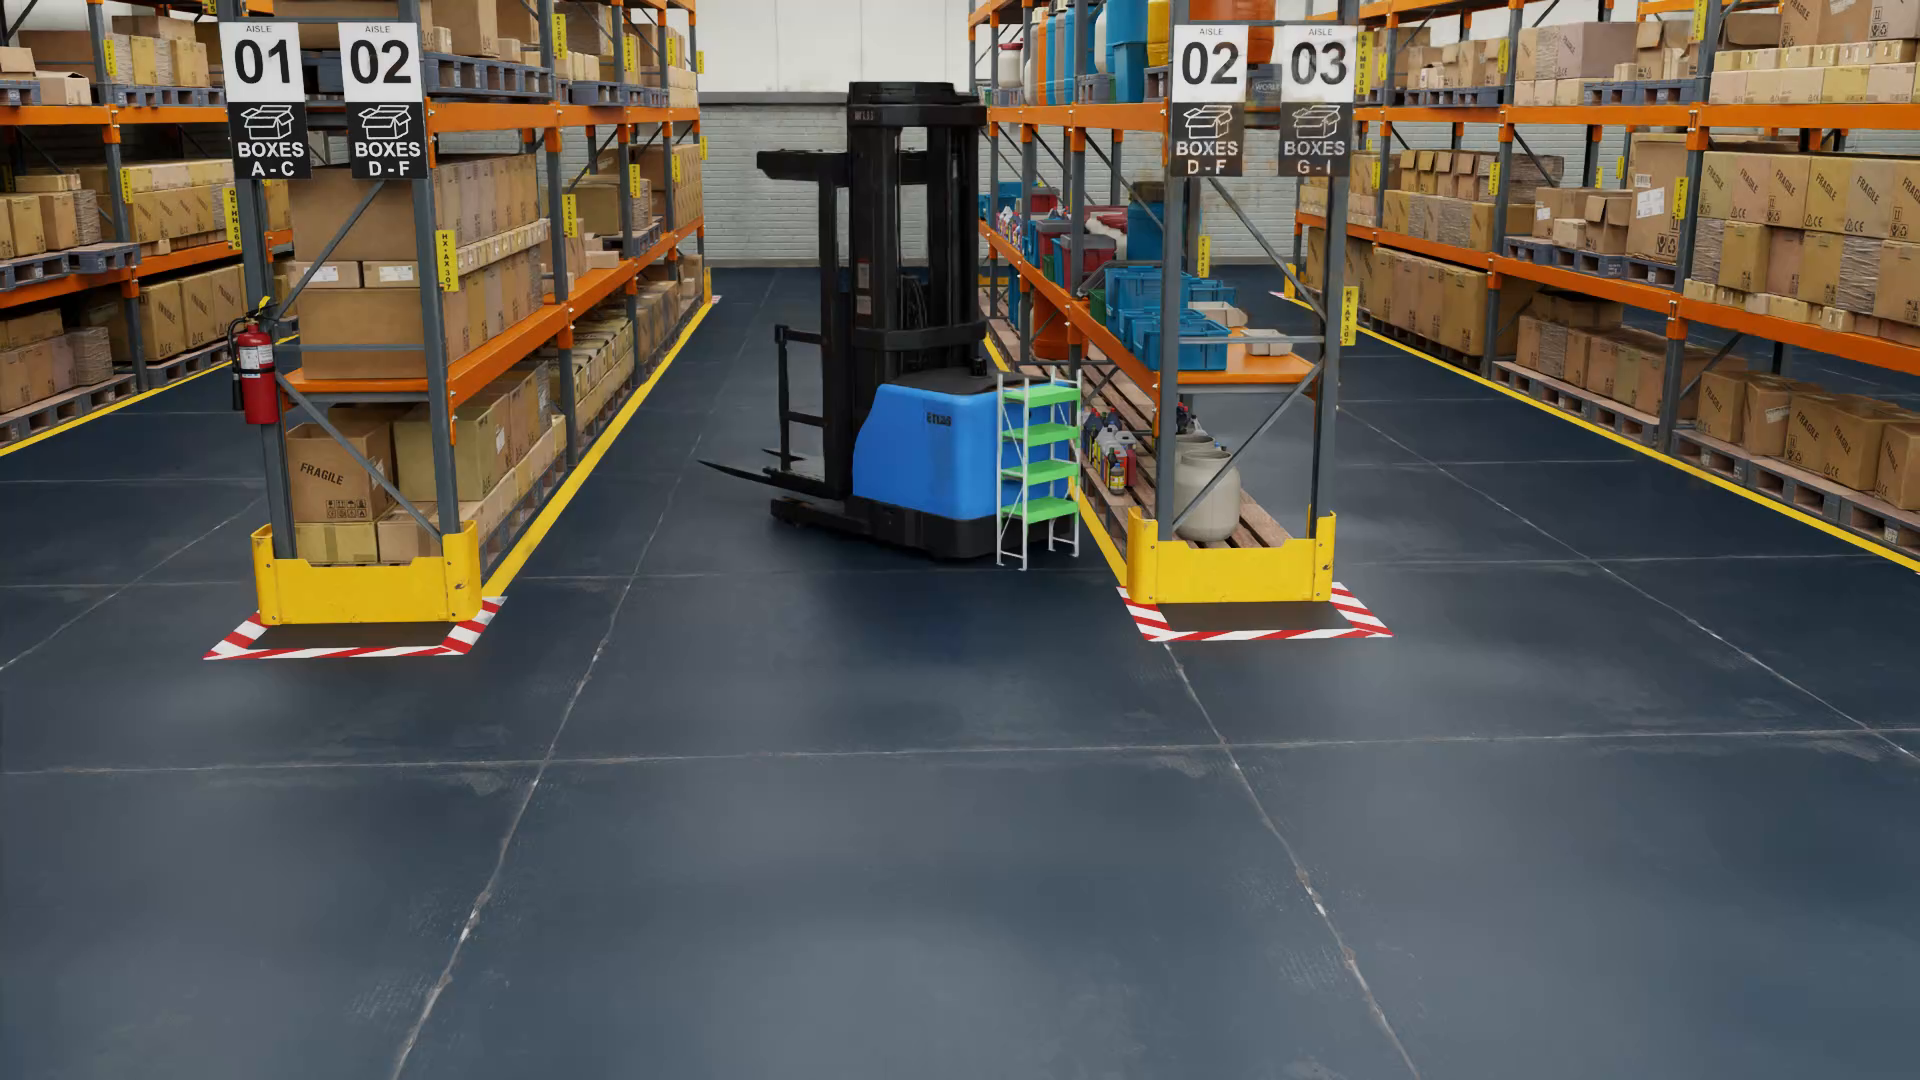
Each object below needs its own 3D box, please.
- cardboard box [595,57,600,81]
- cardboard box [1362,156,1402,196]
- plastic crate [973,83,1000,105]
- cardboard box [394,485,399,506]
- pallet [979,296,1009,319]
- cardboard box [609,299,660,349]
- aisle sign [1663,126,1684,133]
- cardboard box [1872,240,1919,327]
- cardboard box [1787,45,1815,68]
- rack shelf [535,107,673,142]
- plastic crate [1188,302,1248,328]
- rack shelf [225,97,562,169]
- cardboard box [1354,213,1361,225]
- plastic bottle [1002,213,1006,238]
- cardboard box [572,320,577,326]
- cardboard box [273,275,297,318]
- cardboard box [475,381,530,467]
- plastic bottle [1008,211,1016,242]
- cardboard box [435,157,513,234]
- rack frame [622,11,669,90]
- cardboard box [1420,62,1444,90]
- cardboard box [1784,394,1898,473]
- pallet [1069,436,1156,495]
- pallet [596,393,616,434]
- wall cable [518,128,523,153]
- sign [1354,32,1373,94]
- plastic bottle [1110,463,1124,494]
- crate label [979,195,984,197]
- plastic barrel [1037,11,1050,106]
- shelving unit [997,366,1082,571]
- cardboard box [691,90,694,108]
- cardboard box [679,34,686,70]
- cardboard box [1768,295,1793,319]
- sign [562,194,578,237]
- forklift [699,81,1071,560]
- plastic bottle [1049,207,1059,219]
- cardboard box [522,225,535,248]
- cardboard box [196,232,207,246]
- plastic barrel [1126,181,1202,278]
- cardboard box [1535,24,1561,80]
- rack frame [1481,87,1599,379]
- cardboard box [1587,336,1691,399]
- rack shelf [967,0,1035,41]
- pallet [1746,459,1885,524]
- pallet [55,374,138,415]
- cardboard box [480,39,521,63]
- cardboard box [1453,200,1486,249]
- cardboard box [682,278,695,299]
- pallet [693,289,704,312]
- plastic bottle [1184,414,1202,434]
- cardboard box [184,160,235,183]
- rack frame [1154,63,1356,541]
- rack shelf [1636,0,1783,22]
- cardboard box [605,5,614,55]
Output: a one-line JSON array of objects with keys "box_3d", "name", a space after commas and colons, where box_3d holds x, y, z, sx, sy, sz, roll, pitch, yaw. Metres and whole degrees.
[{"box_3d": [-3.728, -4.500, 15.936, 0.500, 0.250, 0.500, -2, 15, -8], "name": "cardboard box"}, {"box_3d": [5.532, -4.721, 21.552, 0.500, 0.500, 0.500, 0, 14, -2], "name": "cardboard box"}, {"box_3d": [0.456, -6.133, 22.946, 0.504, 0.338, 0.767, -1, 14, -3], "name": "plastic crate"}, {"box_3d": [-3.688, -0.164, 10.320, 0.500, 0.250, 0.500, -1, 14, -3], "name": "cardboard box"}, {"box_3d": [0.721, -3.235, 23.177, 1.003, 0.211, 1.213, -1, 14, -3], "name": "pallet"}, {"box_3d": [-3.619, -2.404, 18.483, 0.500, 0.500, 0.500, -1, 14, -4], "name": "cardboard box"}, {"box_3d": [10.831, -6.504, 25.067, 0.394, 0.787, 0.004, -1, 14, -3], "name": "aisle sign"}, {"box_3d": [6.413, -1.644, 10.597, 0.875, 0.500, 0.500, -1, 14, -3], "name": "cardboard box"}, {"box_3d": [6.103, -3.413, 11.752, 0.380, 0.149, 0.250, -1, 14, -4], "name": "cardboard box"}, {"box_3d": [-3.936, -4.631, 18.428, 1.077, 0.370, 4.000, -1, 14, -3], "name": "rack shelf"}, {"box_3d": [1.733, -1.582, 11.685, 0.530, 0.136, 0.437, -1, 14, -3], "name": "plastic crate"}, {"box_3d": [-3.441, -2.641, 10.695, 1.077, 0.370, 4.000, -1, 14, -3], "name": "rack shelf"}, {"box_3d": [5.450, -4.253, 22.039, 0.380, 0.149, 0.250, -1, 14, -4], "name": "cardboard box"}, {"box_3d": [0.536, -3.724, 19.715, 0.061, 0.283, 0.133, -1, 14, -3], "name": "plastic bottle"}, {"box_3d": [-4.073, -2.037, 16.475, 0.500, 0.311, 0.500, 0, 14, -2], "name": "cardboard box"}, {"box_3d": [-8.948, -3.127, 21.333, 0.700, 0.500, 0.500, -1, 14, -3], "name": "cardboard box"}, {"box_3d": [-3.218, -0.784, 11.225, 0.500, 0.500, 0.500, -1, 14, -3], "name": "cardboard box"}, {"box_3d": [0.622, -3.578, 19.013, 0.144, 0.351, 0.185, -1, 14, -3], "name": "plastic bottle"}, {"box_3d": [-3.468, -2.350, 11.337, 0.700, 0.500, 0.500, -1, 14, -3], "name": "cardboard box"}, {"box_3d": [-4.060, -6.929, 19.898, 1.000, 3.000, 0.127, -1, 14, -3], "name": "rack frame"}, {"box_3d": [5.805, -5.514, 19.755, 0.500, 0.311, 0.500, -1, 14, -5], "name": "cardboard box"}, {"box_3d": [6.468, -0.783, 12.225, 0.500, 0.500, 0.500, -2, 15, -8], "name": "cardboard box"}, {"box_3d": [1.380, -0.592, 12.902, 1.003, 0.211, 1.213, -1, 14, -3], "name": "pallet"}, {"box_3d": [-3.728, -1.170, 15.152, 1.003, 0.211, 1.213, -1, 14, -3], "name": "pallet"}, {"box_3d": [-9.246, -7.755, 29.339, 3.097, 2.526, 0.112, -1, 14, -3], "name": "wall cable"}, {"box_3d": [2.177, -2.579, 8.994, 0.100, 0.325, 0.005, -1, 14, -3], "name": "sign"}, {"box_3d": [1.076, -0.423, 11.382, 0.097, 0.201, 0.097, 0, 14, 0], "name": "plastic bottle"}, {"box_3d": [0.323, -4.976, 24.560, 0.416, 0.233, 0.303, -1, 14, -3], "name": "crate label"}, {"box_3d": [1.007, -4.395, 15.206, 0.600, 0.830, 0.708, -1, 14, -3], "name": "plastic barrel"}, {"box_3d": [0.496, -0.453, 10.378, 0.503, 1.200, 0.258, -14, 20, -43], "name": "shelving unit"}, {"box_3d": [-3.993, -6.150, 23.192, 0.500, 0.250, 0.500, -1, 14, -3], "name": "cardboard box"}, {"box_3d": [-4.260, -6.876, 23.505, 0.700, 0.500, 0.500, -1, 14, -3], "name": "cardboard box"}, {"box_3d": [6.138, -1.696, 12.102, 0.380, 0.149, 0.250, -1, 14, -3], "name": "cardboard box"}, {"box_3d": [-3.011, -2.501, 12.830, 0.100, 0.325, 0.005, -1, 14, -3], "name": "sign"}, {"box_3d": [-0.660, -1.588, 11.314, 1.130, 2.935, 3.031, -14, 20, -43], "name": "forklift"}, {"box_3d": [1.135, -3.804, 19.889, 0.144, 0.351, 0.185, -1, 14, -3], "name": "plastic bottle"}, {"box_3d": [-3.302, -2.206, 12.077, 0.380, 0.149, 0.250, -1, 14, -5], "name": "cardboard box"}, {"box_3d": [-8.661, -3.372, 18.575, 0.380, 0.149, 0.250, 0, 14, -2], "name": "cardboard box"}, {"box_3d": [1.658, -2.453, 13.535, 0.600, 0.901, 0.708, -1, 14, -3], "name": "plastic barrel"}, {"box_3d": [5.875, -4.677, 15.961, 0.500, 0.500, 0.500, -1, 14, -3], "name": "cardboard box"}, {"box_3d": [6.075, -3.181, 17.370, 1.000, 3.000, 0.127, -1, 14, -3], "name": "rack frame"}, {"box_3d": [6.261, -1.600, 15.358, 0.700, 0.500, 0.500, -2, 15, -8], "name": "cardboard box"}, {"box_3d": [0.760, -6.960, 22.264, 1.077, 0.370, 4.000, -1, 14, -3], "name": "rack shelf"}, {"box_3d": [6.479, -0.365, 12.022, 1.003, 0.211, 1.213, -1, 14, -3], "name": "pallet"}, {"box_3d": [-8.709, -1.407, 16.070, 1.003, 0.211, 1.213, -1, 14, -3], "name": "pallet"}, {"box_3d": [-3.217, -3.341, 11.351, 0.380, 0.149, 0.250, -1, 14, -3], "name": "cardboard box"}, {"box_3d": [5.772, -3.472, 18.302, 0.500, 0.500, 0.500, -1, 14, -4], "name": "cardboard box"}, {"box_3d": [-4.000, -3.532, 23.369, 0.500, 0.250, 0.500, -1, 14, -3], "name": "cardboard box"}, {"box_3d": [-4.253, -3.451, 24.015, 1.003, 0.211, 1.213, -1, 14, -3], "name": "pallet"}, {"box_3d": [1.739, -0.756, 12.378, 0.144, 0.351, 0.185, -1, 14, -4], "name": "plastic bottle"}, {"box_3d": [-8.698, -4.272, 19.268, 0.500, 0.250, 0.500, -1, 14, -2], "name": "cardboard box"}, {"box_3d": [1.627, -1.115, 9.340, 1.000, 3.000, 0.127, -1, 14, -3], "name": "rack frame"}, {"box_3d": [10.660, -7.280, 22.712, 1.077, 0.370, 4.000, -1, 14, -3], "name": "rack shelf"}, {"box_3d": [-3.865, -5.250, 17.183, 0.500, 0.500, 0.500, -1, 14, -3], "name": "cardboard box"}]
